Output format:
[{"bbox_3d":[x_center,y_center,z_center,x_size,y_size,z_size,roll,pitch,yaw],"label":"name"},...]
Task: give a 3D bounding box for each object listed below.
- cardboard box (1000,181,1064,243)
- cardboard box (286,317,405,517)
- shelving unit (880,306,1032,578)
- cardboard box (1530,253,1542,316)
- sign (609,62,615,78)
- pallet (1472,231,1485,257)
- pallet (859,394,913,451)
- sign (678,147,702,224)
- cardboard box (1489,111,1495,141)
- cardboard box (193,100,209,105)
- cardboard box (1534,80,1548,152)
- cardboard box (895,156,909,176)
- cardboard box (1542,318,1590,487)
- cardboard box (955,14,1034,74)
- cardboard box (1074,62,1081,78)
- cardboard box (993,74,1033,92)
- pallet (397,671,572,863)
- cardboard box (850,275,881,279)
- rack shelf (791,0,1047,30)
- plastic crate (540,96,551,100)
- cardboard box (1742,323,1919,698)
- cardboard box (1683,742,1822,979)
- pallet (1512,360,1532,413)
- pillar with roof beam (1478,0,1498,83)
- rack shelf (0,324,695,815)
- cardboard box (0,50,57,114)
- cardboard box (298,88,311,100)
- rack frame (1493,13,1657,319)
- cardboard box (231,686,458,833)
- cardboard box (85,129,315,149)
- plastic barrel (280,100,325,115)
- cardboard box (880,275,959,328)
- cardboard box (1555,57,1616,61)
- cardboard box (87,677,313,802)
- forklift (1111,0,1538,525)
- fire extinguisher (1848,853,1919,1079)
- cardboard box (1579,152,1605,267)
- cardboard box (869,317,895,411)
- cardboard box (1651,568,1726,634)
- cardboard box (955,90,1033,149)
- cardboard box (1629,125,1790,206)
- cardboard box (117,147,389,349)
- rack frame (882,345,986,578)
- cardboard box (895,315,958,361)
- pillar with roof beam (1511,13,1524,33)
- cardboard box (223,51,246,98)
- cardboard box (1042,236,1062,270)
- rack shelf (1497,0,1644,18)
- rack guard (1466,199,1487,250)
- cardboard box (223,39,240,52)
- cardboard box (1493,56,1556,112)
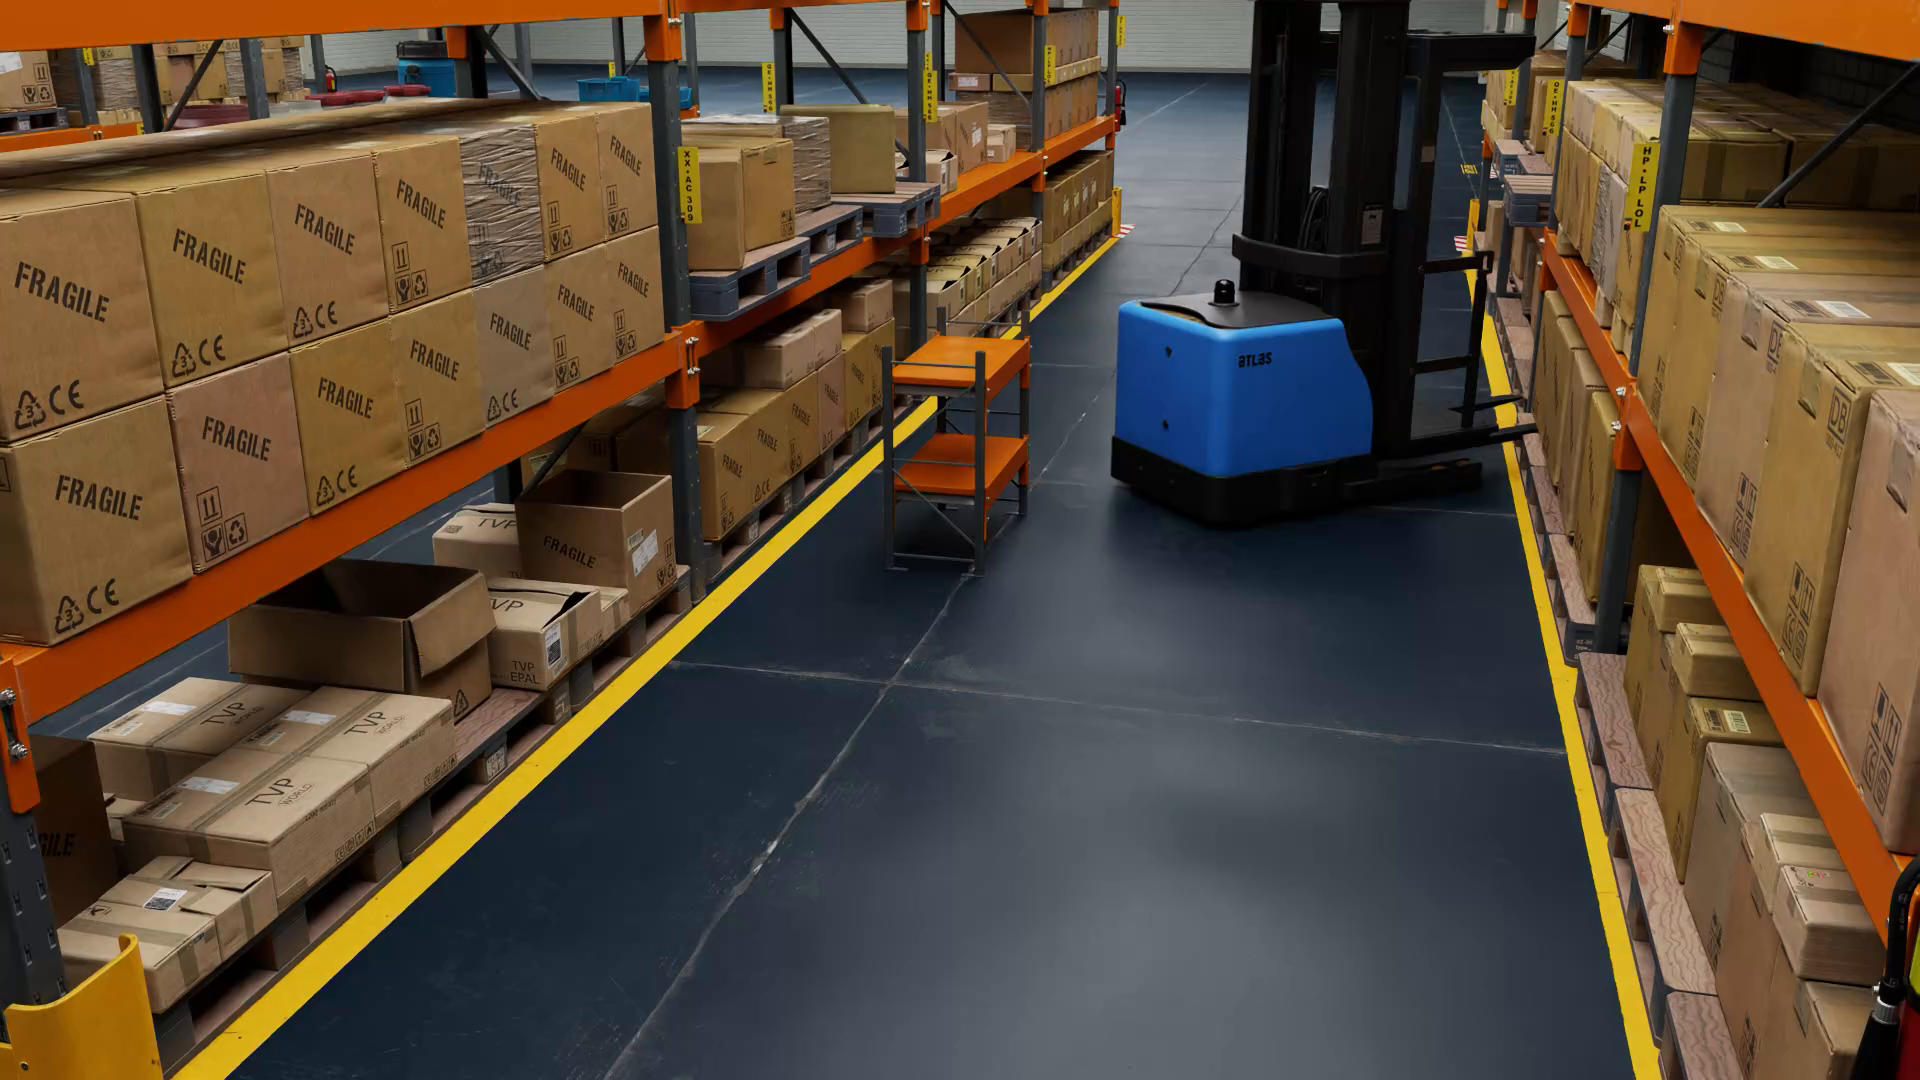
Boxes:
[{"bbox_3d":[0.669,-3.048,15.415,0.500,0.500,0.500,5,19,13],"label":"cardboard box"},{"bbox_3d":[-2.070,-0.399,5.059,0.500,0.500,0.500,5,19,13],"label":"cardboard box"},{"bbox_3d":[-0.002,-0.530,8.500,0.538,1.125,1.048,5,19,13],"label":"shelving unit"},{"bbox_3d":[4.815,-1.912,12.832,0.700,0.500,0.500,4,19,12],"label":"cardboard box"},{"bbox_3d":[-4.106,-5.497,19.712,0.100,0.325,0.005,5,19,13],"label":"sign"},{"bbox_3d":[5.782,-2.943,16.978,1.003,0.211,1.213,5,19,13],"label":"pallet"},{"bbox_3d":[-0.945,-0.871,10.910,1.003,0.211,1.213,5,19,13],"label":"pallet"},{"bbox_3d":[-1.175,-1.537,7.207,0.100,0.325,0.005,5,19,13],"label":"sign"},{"bbox_3d":[5.237,-3.868,15.572,0.500,0.250,0.500,5,19,14],"label":"cardboard box"},{"bbox_3d":[-8.656,-4.854,18.648,0.380,0.149,0.250,5,19,13],"label":"cardboard box"},{"bbox_3d":[4.755,-3.209,12.607,0.700,0.500,0.500,7,20,19],"label":"cardboard box"},{"bbox_3d":[-0.594,-2.490,11.474,0.500,0.311,0.500,6,20,17],"label":"cardboard box"},{"bbox_3d":[3.552,-0.718,8.826,0.750,0.750,0.750,5,19,13],"label":"cardboard box"},{"bbox_3d":[0.354,-4.476,14.989,0.700,0.500,0.500,5,19,14],"label":"cardboard box"},{"bbox_3d":[1.006,-4.742,16.772,0.380,0.149,0.250,5,20,15],"label":"cardboard box"},{"bbox_3d":[0.505,-4.098,14.887,0.380,0.149,0.250,5,19,13],"label":"cardboard box"},{"bbox_3d":[-2.168,0.751,6.163,1.003,0.211,1.213,5,19,13],"label":"pallet"},{"bbox_3d":[-0.836,-1.768,11.959,0.500,0.311,0.500,5,20,15],"label":"cardboard box"},{"bbox_3d":[-0.237,-4.127,12.602,1.077,0.370,4.000,5,19,13],"label":"rack shelf"},{"bbox_3d":[-4.299,-4.192,16.416,0.767,0.338,0.504,5,19,13],"label":"plastic crate"},{"bbox_3d":[2.406,-0.055,3.744,0.980,0.700,0.700,5,19,13],"label":"cardboard box"},{"bbox_3d":[2.443,0.919,4.575,0.700,0.500,0.500,4,19,12],"label":"cardboard box"},{"bbox_3d":[4.271,-0.956,11.161,1.003,0.211,1.213,5,19,13],"label":"pallet"},{"bbox_3d":[9.857,-16.833,44.047,9.100,9.000,0.400,5,19,13],"label":"pillar with roof beam"},{"bbox_3d":[-2.192,-0.200,5.746,1.077,0.370,4.000,5,19,13],"label":"rack shelf"},{"bbox_3d":[-9.683,-4.703,16.238,1.000,1.000,1.000,5,19,14],"label":"cardboard box"},{"bbox_3d":[-8.246,-5.488,20.502,0.380,0.149,0.250,5,19,13],"label":"cardboard box"},{"bbox_3d":[5.056,-3.285,13.664,1.000,3.000,0.127,5,19,13],"label":"rack frame"},{"bbox_3d":[-2.028,0.718,5.519,0.500,0.250,0.500,5,19,13],"label":"cardboard box"},{"bbox_3d":[-2.468,-1.078,5.501,0.500,0.500,0.500,5,20,15],"label":"cardboard box"},{"bbox_3d":[-5.381,-3.338,13.646,0.421,0.512,0.421,0,19,0],"label":"plastic barrel"},{"bbox_3d":[-0.313,-1.725,11.834,0.500,0.311,0.500,5,20,15],"label":"cardboard box"},{"bbox_3d":[5.747,-4.190,15.356,0.500,0.500,0.500,5,19,14],"label":"cardboard box"},{"bbox_3d":[-2.525,0.694,5.588,0.500,0.250,0.500,5,19,13],"label":"cardboard box"},{"bbox_3d":[2.412,-1.785,9.380,3.031,2.935,1.130,-10,21,-26],"label":"forklift"},{"bbox_3d":[1.640,0.700,2.694,0.296,0.674,0.183,5,19,13],"label":"fire extinguisher"},{"bbox_3d":[3.333,-1.614,8.126,0.500,0.500,0.500,5,20,15],"label":"cardboard box"},{"bbox_3d":[-0.726,-1.135,10.556,0.500,0.500,0.500,5,20,16],"label":"cardboard box"},{"bbox_3d":[2.559,0.219,5.620,0.380,0.149,0.250,5,20,15],"label":"cardboard box"},{"bbox_3d":[0.354,-3.862,15.199,0.700,0.500,0.500,4,19,12],"label":"cardboard box"},{"bbox_3d":[2.968,-1.496,6.622,0.500,0.250,0.500,5,20,15],"label":"cardboard box"},{"bbox_3d":[-2.069,-0.873,4.902,0.500,0.500,0.500,5,19,14],"label":"cardboard box"},{"bbox_3d":[-0.126,-0.371,8.033,0.500,1.125,0.032,5,19,13],"label":"rack frame"},{"bbox_3d":[-0.313,-1.460,11.925,0.500,0.250,0.500,5,19,13],"label":"cardboard box"},{"bbox_3d":[6.925,-13.072,33.036,9.100,9.000,0.400,5,19,13],"label":"pillar with roof beam"},{"bbox_3d":[-8.707,-5.411,19.273,0.875,0.500,0.500,5,19,13],"label":"cardboard box"},{"bbox_3d":[0.659,-2.694,15.538,0.500,0.250,0.500,5,19,13],"label":"cardboard box"},{"bbox_3d":[5.545,-4.991,15.131,1.077,0.370,4.000,5,19,13],"label":"rack shelf"},{"bbox_3d":[6.015,-3.332,17.669,1.175,0.500,0.348,5,19,13],"label":"rack guard"},{"bbox_3d":[-8.512,-5.868,19.064,0.500,0.500,0.500,5,19,13],"label":"cardboard box"},{"bbox_3d":[5.248,-4.228,15.466,0.500,0.500,0.500,5,20,15],"label":"cardboard box"}]
